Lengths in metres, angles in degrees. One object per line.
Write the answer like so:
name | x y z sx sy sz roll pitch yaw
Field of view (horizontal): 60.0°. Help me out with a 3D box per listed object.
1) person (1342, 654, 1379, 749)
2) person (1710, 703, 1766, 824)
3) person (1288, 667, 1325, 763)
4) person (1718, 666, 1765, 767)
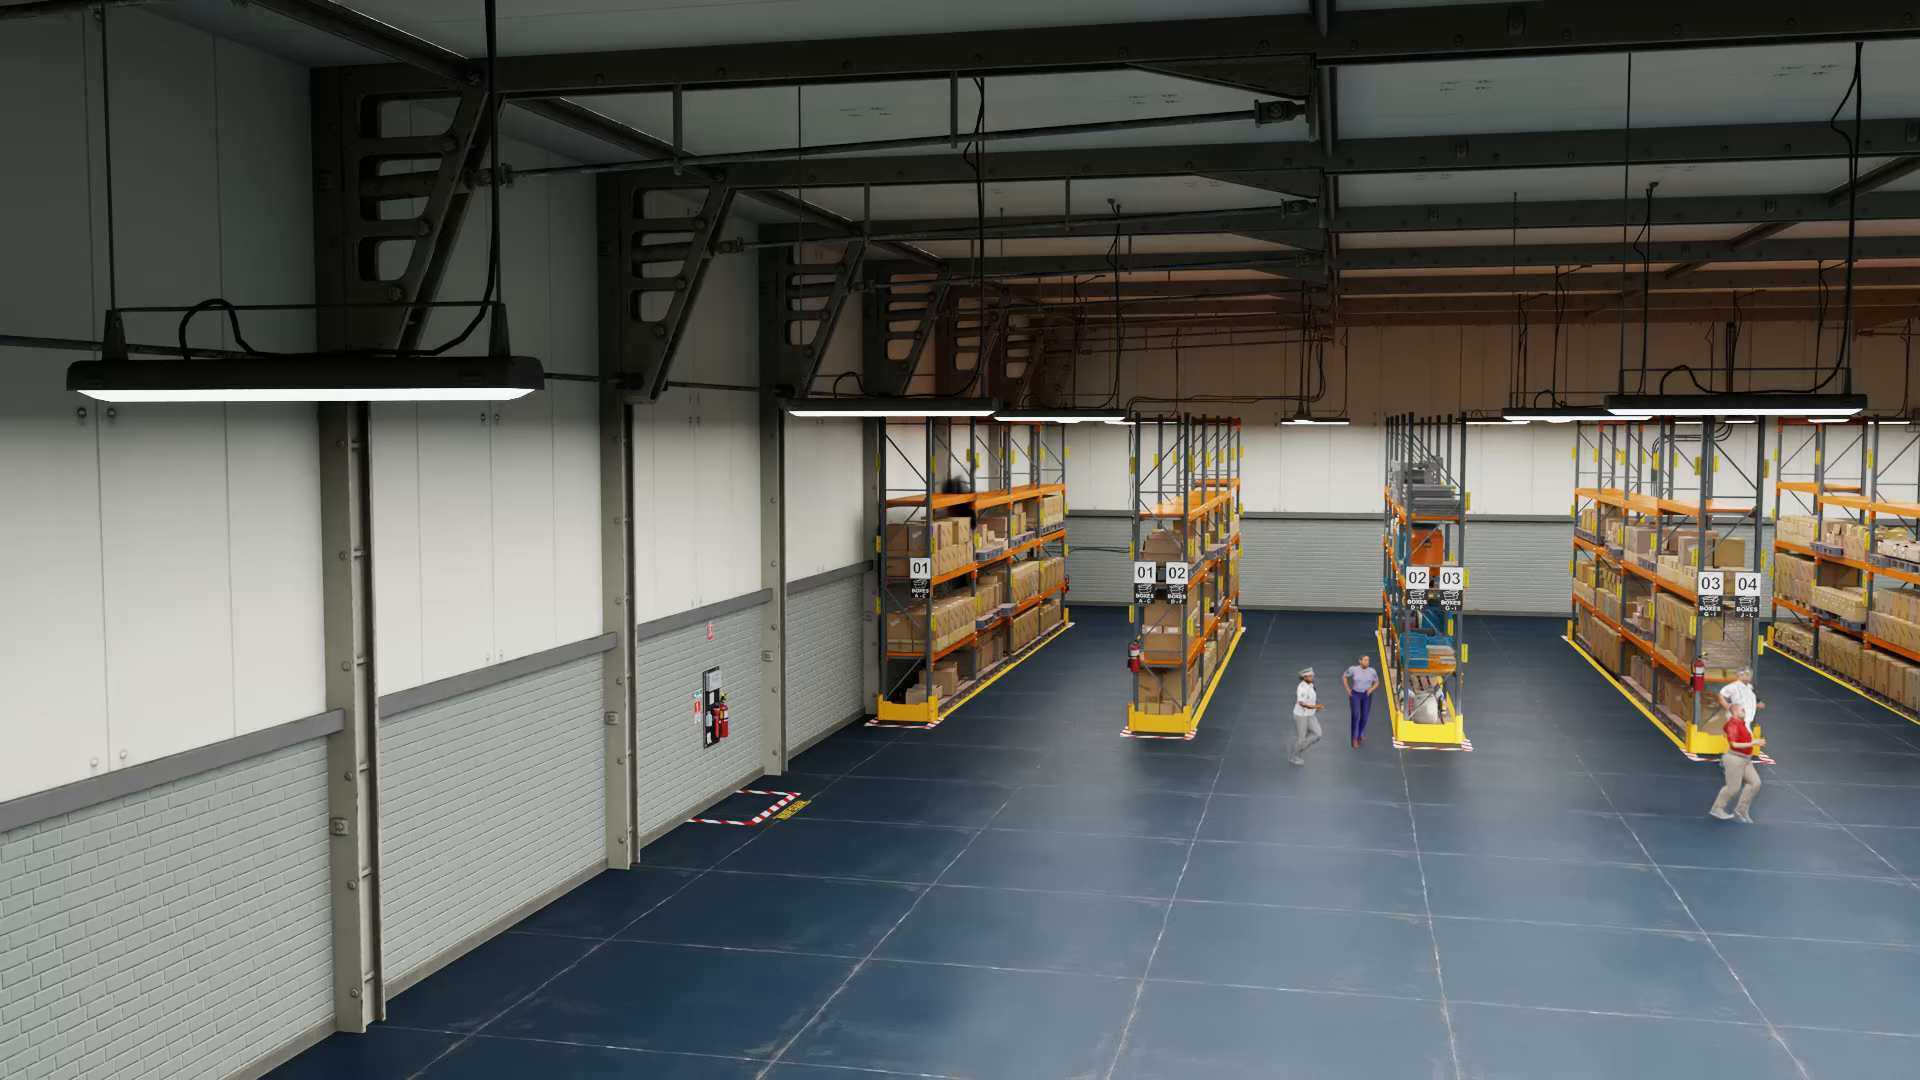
person | 7.246 2.887 29.995 0.609 1.687 0.725 0 4 -1
person | 11.269 3.285 24.036 0.715 1.715 0.640 3 5 39
person | 5.897 2.975 28.221 0.662 1.663 0.545 4 5 42
person | 12.952 2.993 27.531 0.643 1.841 0.698 -3 5 -40
